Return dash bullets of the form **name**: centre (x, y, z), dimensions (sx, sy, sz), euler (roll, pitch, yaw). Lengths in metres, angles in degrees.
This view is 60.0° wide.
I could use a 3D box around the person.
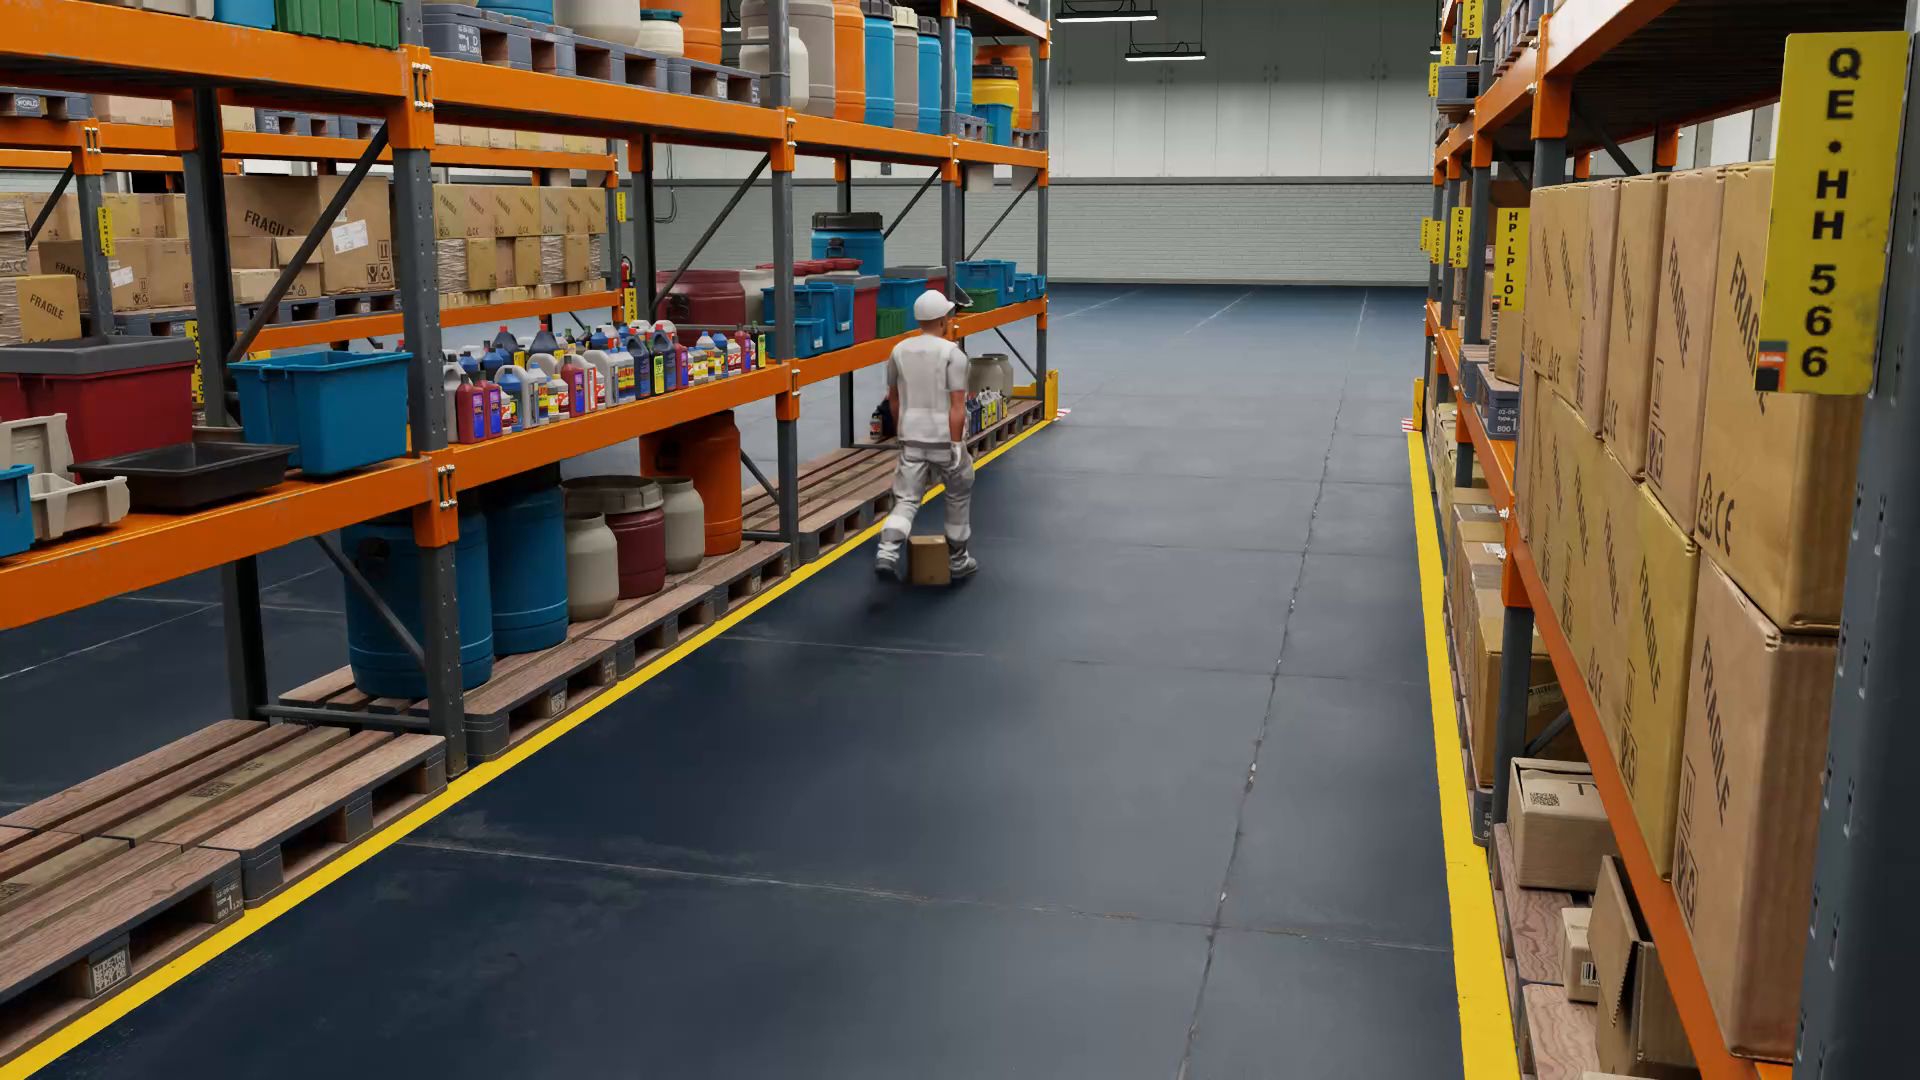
- **person**: centre (-0.201, -0.583, 9.756), dimensions (0.567, 1.750, 1.010), euler (5, 12, 21)
